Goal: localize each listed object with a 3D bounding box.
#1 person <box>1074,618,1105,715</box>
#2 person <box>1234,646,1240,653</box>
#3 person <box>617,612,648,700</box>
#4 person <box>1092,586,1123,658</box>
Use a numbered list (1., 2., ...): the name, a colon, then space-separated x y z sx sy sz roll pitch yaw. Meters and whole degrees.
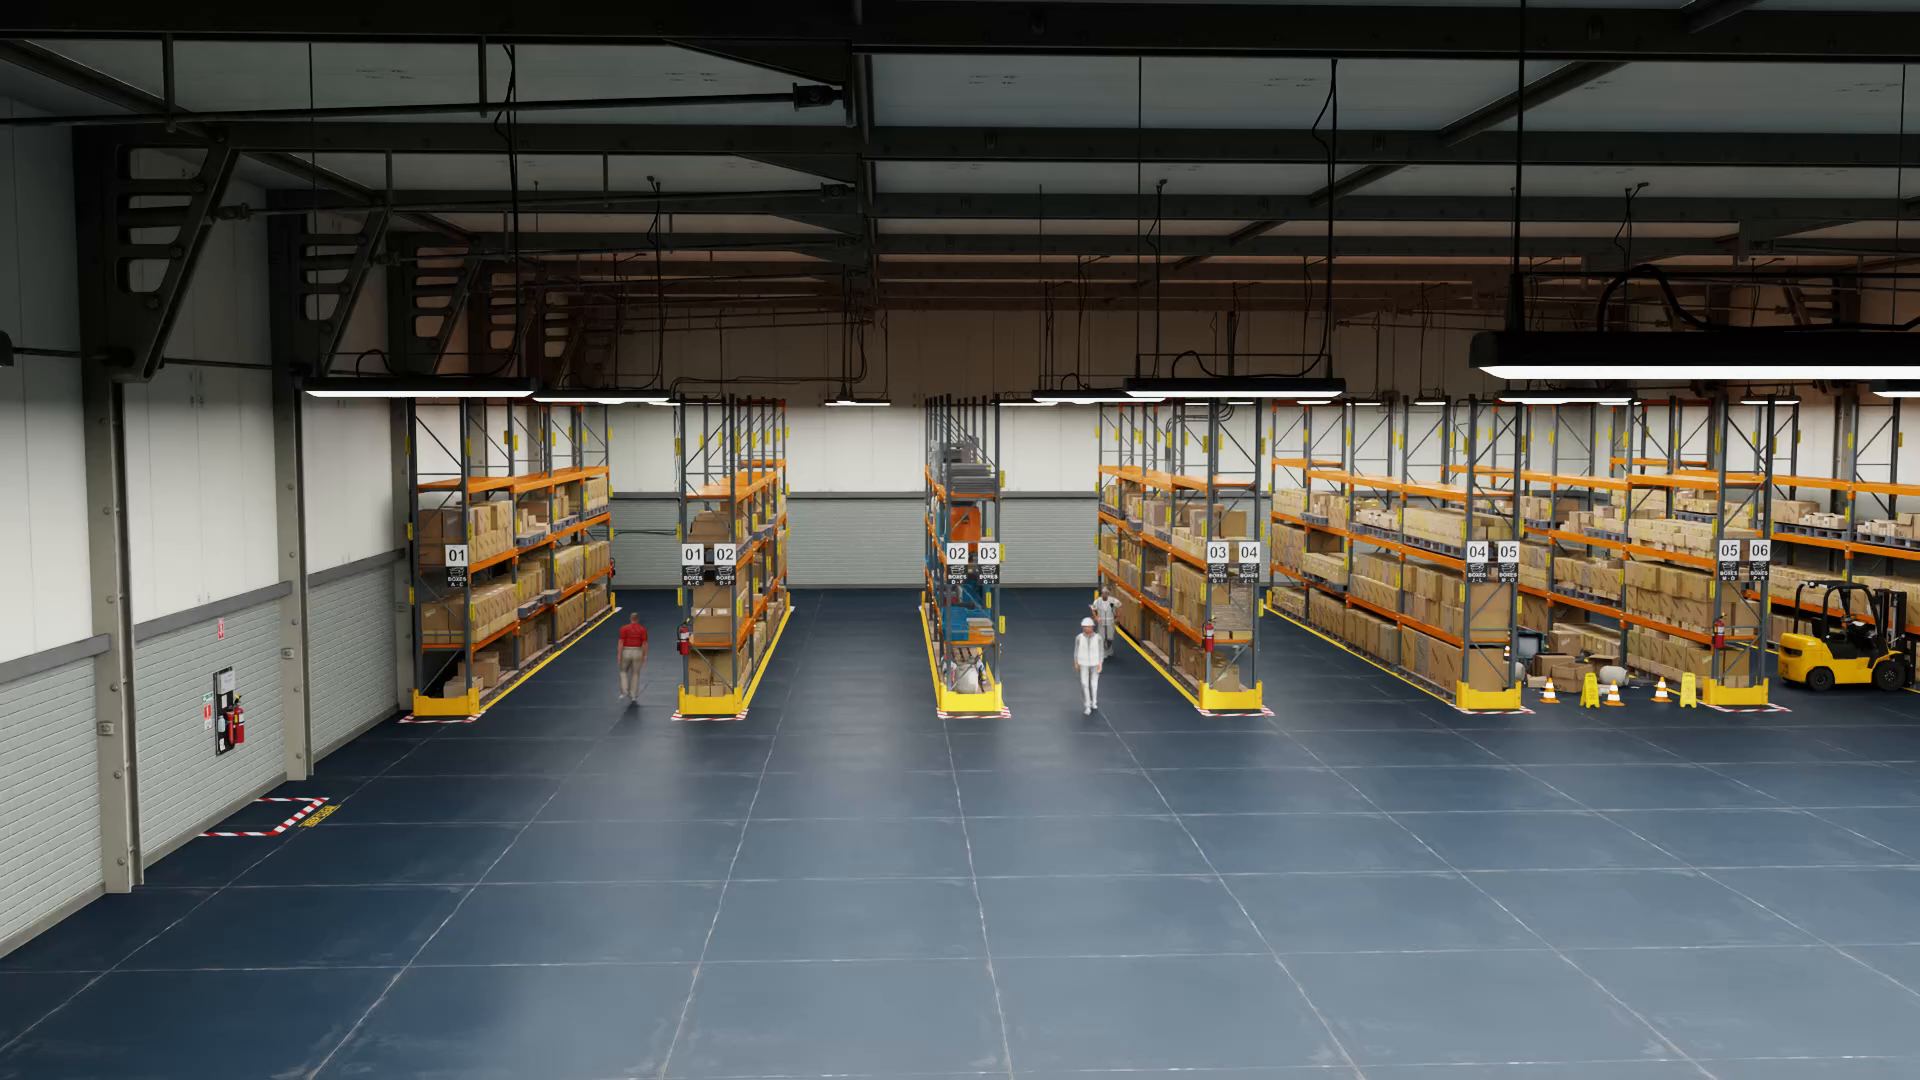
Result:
1. person: 2.448 2.376 31.421 0.564 1.804 0.766 0 5 2
2. person: 6.533 1.744 39.020 0.576 1.724 1.034 0 5 -2
3. person: -6.418 2.278 32.586 0.595 1.726 0.451 -1 5 -8
4. person: 3.371 1.877 38.052 0.709 1.692 0.726 1 5 7
